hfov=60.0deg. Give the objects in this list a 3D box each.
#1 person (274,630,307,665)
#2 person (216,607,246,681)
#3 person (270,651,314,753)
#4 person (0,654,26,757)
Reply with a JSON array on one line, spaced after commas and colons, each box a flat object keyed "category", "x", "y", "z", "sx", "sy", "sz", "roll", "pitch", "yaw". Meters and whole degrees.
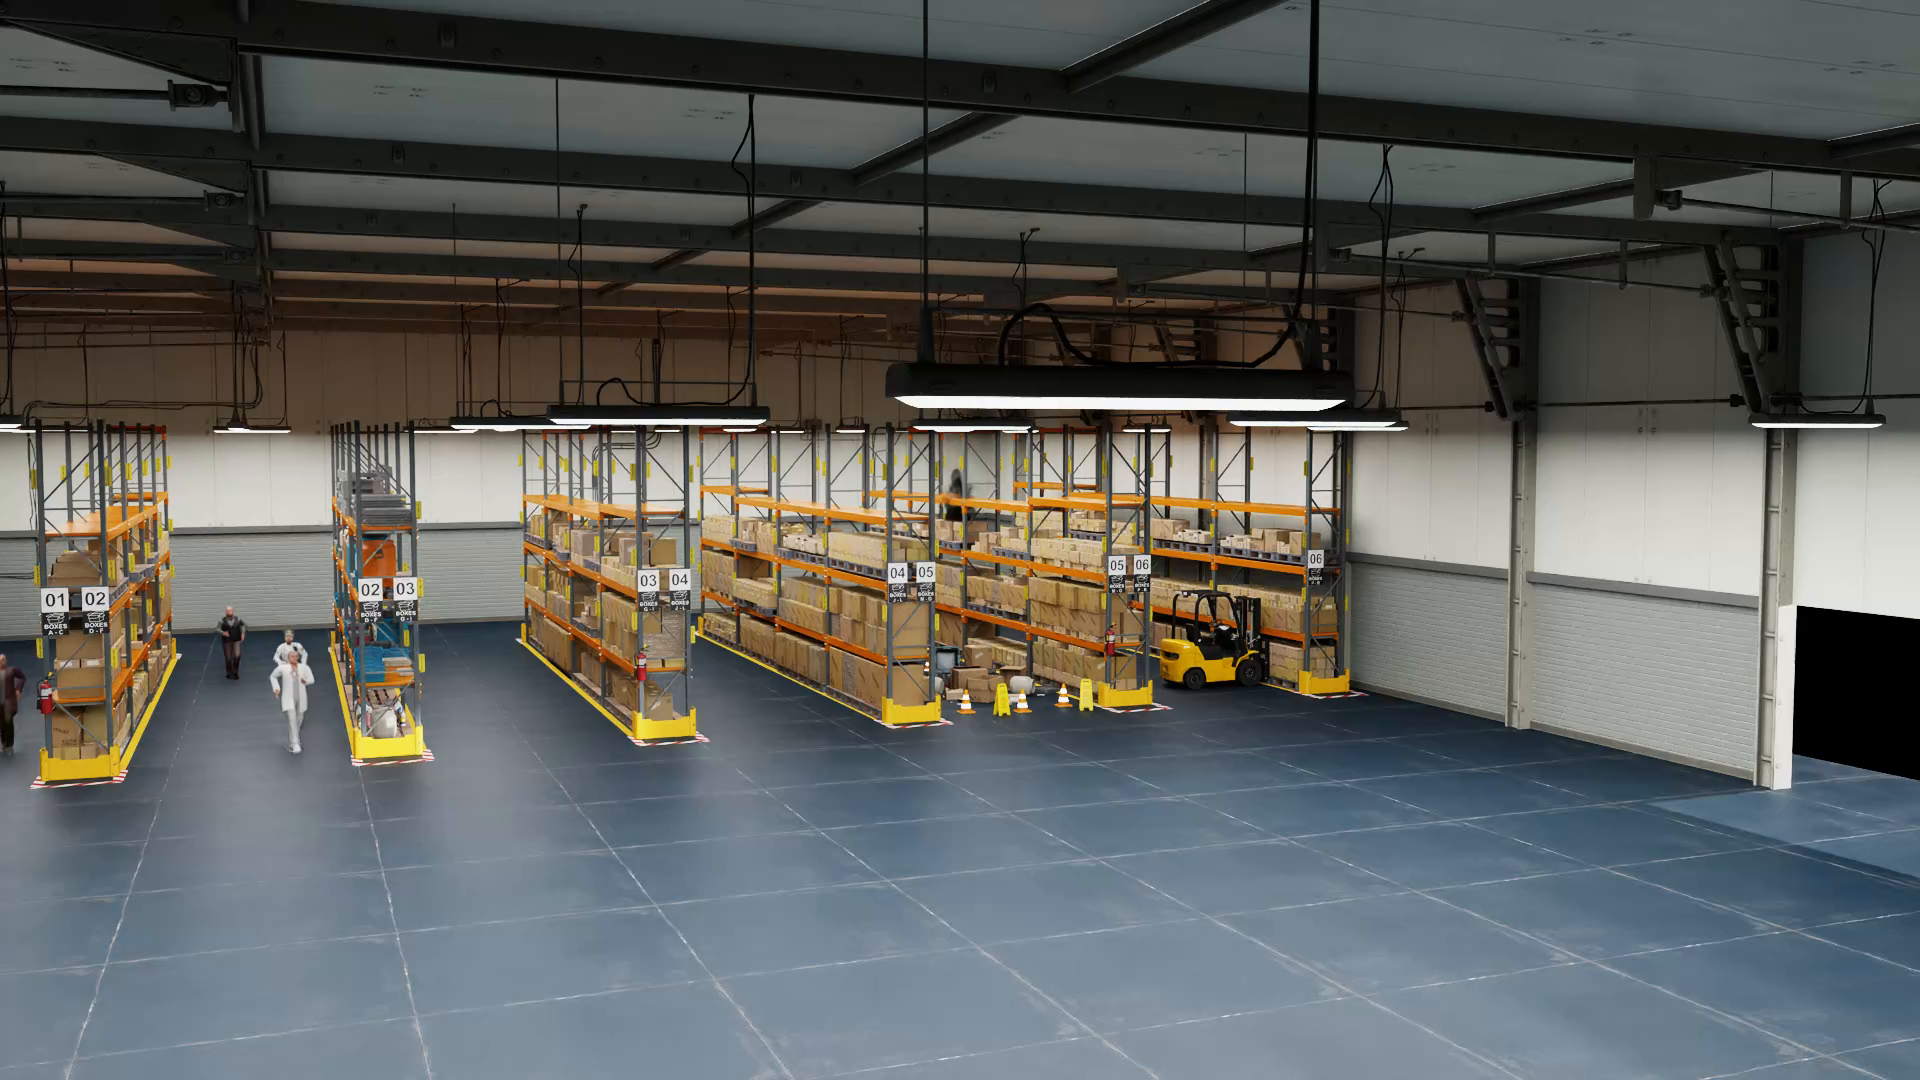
[{"category": "person", "x": -14.056, "y": 2.717, "z": 34.910, "sx": 0.657, "sy": 1.658, "sz": 0.536, "roll": -1, "pitch": 4, "yaw": -19}, {"category": "person", "x": -17.137, "y": 2.438, "z": 39.116, "sx": 0.661, "sy": 1.745, "sz": 0.707, "roll": -2, "pitch": 4, "yaw": -24}, {"category": "person", "x": -12.148, "y": 3.015, "z": 30.340, "sx": 0.686, "sy": 1.613, "sz": 0.987, "roll": -3, "pitch": 5, "yaw": -39}, {"category": "person", "x": -17.245, "y": 2.968, "z": 29.964, "sx": 0.687, "sy": 1.851, "sz": 0.867, "roll": -1, "pitch": 4, "yaw": -20}]
